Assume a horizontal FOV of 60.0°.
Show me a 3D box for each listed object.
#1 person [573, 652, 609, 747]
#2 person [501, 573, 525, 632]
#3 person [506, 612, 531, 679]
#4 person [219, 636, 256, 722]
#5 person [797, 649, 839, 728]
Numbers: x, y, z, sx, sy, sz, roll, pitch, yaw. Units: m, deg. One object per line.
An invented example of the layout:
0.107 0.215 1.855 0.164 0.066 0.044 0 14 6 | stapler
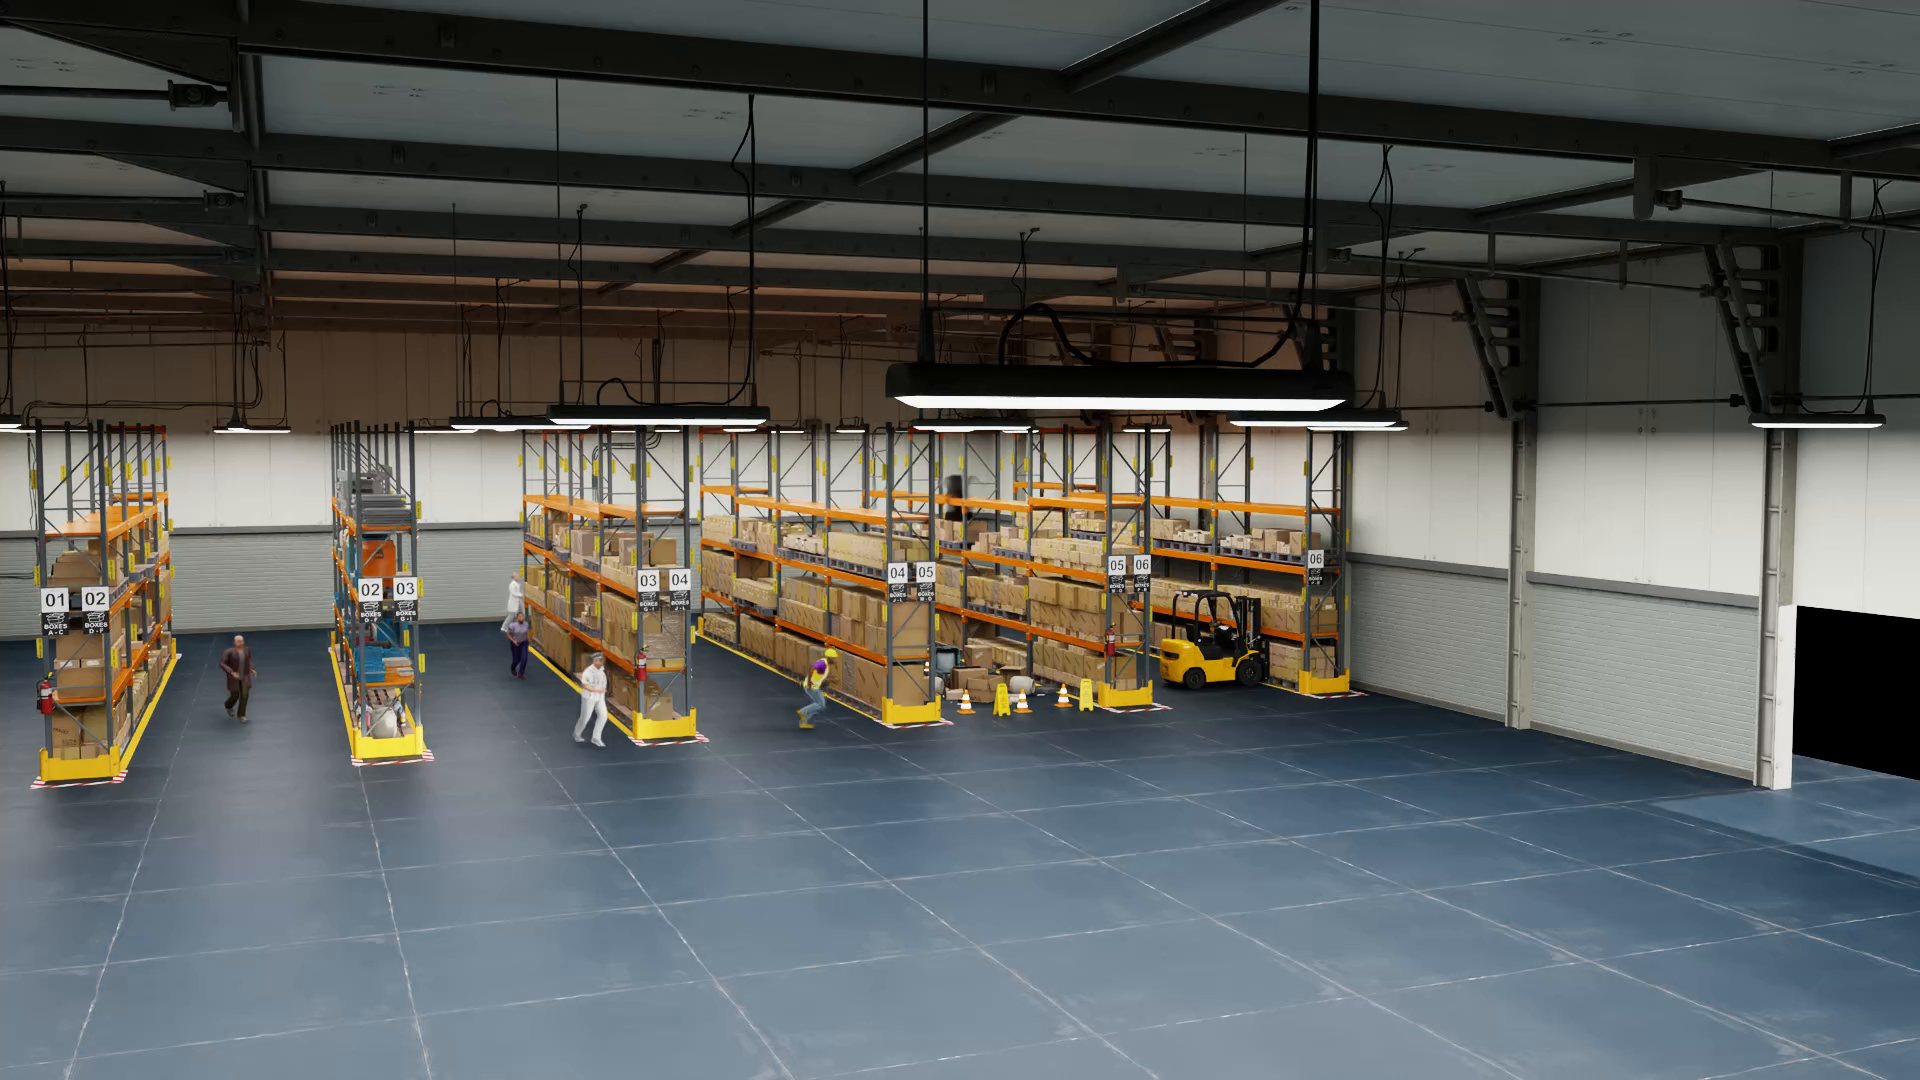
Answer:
-6.872 2.921 30.834 0.801 1.742 0.641 3 4 36 | person
-12.909 1.859 48.161 0.838 1.815 0.680 0 4 5 | person
-10.436 2.498 39.316 0.606 1.572 0.639 -2 4 -30 | person
-14.580 2.771 33.478 0.709 1.732 0.850 -3 5 -44 | person
-2.769 2.910 32.454 0.824 1.572 0.737 0 4 4 | person
